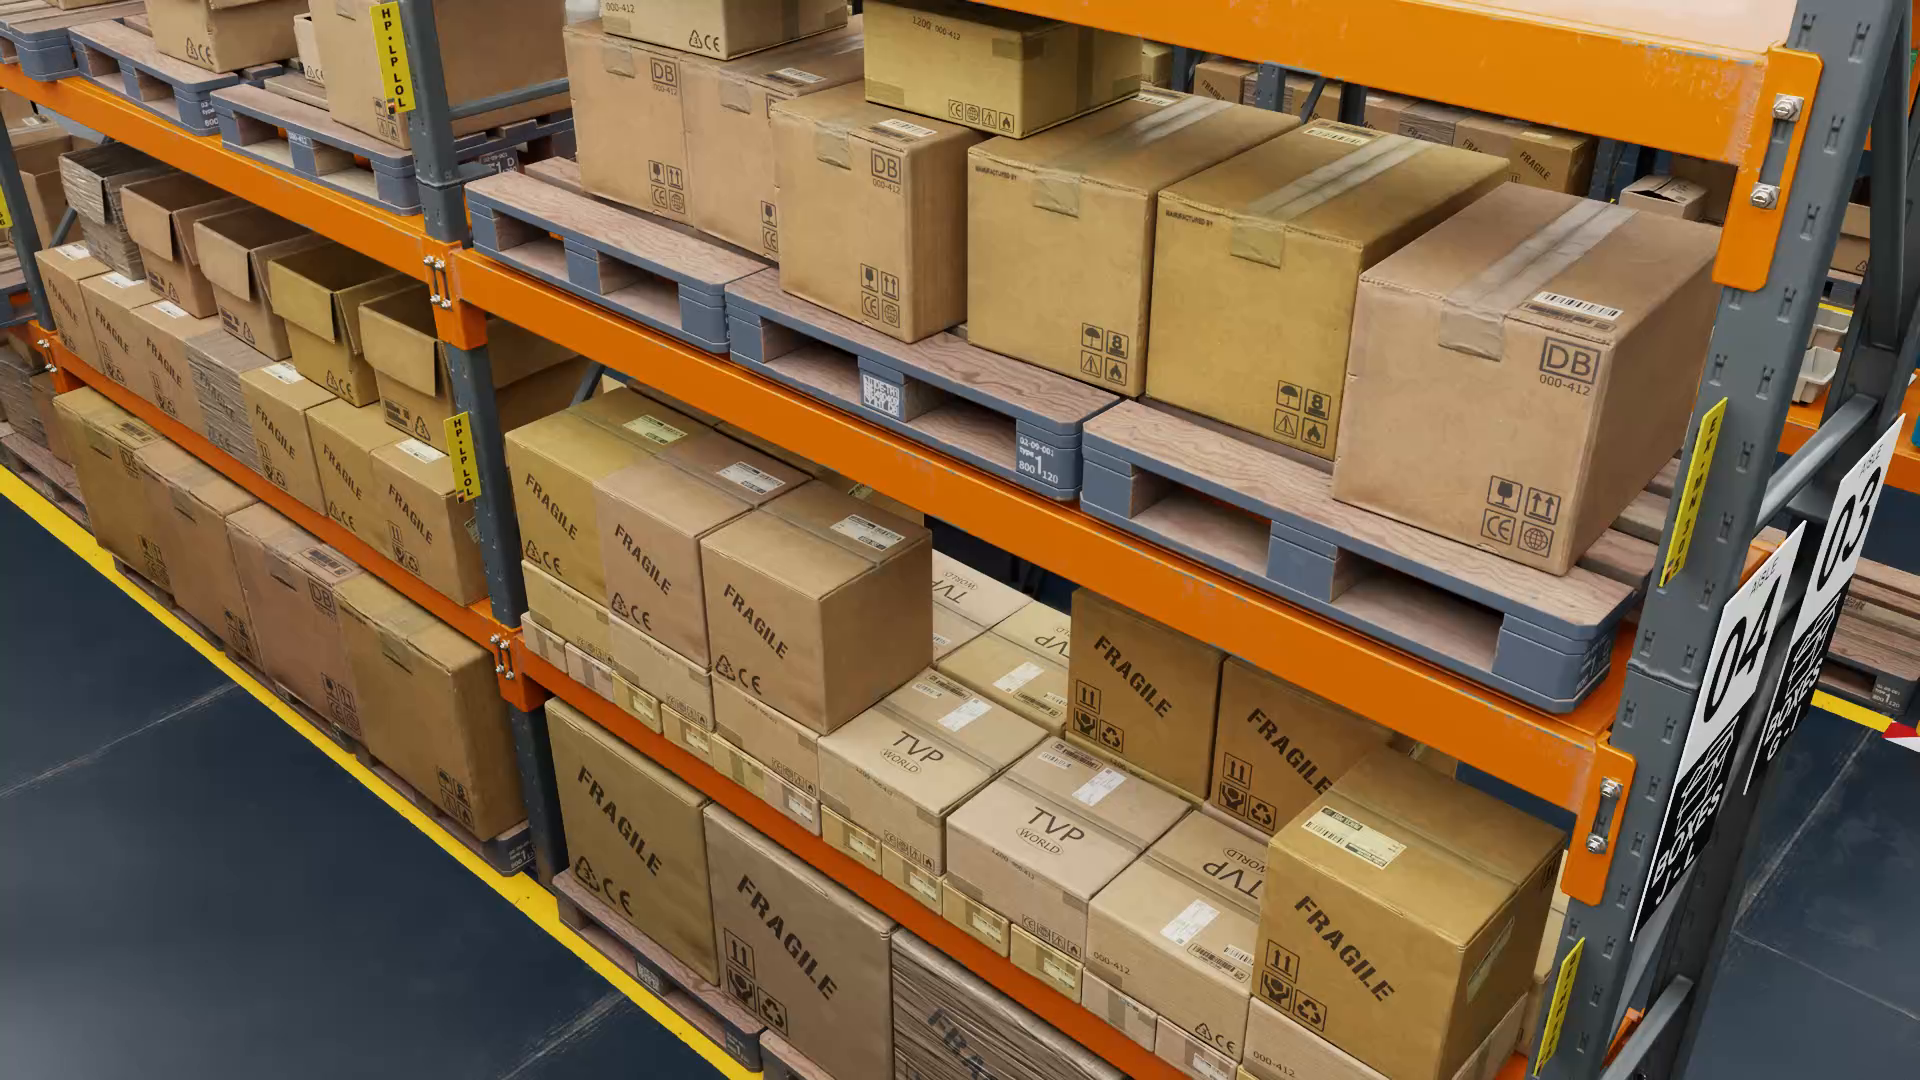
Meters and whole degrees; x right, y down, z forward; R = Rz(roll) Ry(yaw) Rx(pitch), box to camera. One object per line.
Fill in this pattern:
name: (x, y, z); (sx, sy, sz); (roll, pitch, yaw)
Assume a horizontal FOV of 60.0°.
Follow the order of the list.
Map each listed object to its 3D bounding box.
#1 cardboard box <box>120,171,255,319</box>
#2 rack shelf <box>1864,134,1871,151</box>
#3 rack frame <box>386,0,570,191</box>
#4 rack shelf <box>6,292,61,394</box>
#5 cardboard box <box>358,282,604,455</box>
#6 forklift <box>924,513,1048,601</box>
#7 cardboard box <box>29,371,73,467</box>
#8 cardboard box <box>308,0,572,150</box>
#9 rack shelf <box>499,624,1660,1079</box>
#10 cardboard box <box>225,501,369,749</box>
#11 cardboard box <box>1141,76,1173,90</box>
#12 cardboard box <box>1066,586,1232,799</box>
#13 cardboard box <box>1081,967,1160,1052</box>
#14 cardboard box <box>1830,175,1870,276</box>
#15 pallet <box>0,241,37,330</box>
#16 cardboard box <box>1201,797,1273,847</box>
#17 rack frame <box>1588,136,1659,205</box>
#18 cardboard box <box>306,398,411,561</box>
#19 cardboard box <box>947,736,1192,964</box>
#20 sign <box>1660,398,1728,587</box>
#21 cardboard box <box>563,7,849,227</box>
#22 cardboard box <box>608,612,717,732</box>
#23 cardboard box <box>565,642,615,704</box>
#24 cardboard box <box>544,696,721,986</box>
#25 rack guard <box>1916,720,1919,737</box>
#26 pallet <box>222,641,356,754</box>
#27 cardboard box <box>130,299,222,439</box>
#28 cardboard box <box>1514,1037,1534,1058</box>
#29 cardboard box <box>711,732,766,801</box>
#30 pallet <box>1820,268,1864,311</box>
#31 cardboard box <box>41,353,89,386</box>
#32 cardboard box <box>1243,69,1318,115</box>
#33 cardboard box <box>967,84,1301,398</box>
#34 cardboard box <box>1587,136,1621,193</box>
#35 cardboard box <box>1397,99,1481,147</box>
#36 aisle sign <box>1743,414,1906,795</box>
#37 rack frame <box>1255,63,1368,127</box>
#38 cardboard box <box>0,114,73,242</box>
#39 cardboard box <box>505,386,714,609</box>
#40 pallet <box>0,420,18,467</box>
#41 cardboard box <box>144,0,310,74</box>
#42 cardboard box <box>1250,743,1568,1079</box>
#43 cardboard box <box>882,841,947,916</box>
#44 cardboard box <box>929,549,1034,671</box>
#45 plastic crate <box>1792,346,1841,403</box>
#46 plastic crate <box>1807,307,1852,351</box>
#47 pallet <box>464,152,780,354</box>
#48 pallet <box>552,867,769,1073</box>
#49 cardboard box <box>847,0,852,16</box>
cardboard box: (-3.318, -1.405, 7.606); (0.637, 0.503, 0.797); (26, 40, 36)
rack shelf: (6.768, -2.820, 11.724); (4.000, 0.370, 1.077); (25, 39, 35)
rack frame: (-1.365, -2.604, 4.850); (0.127, 3.000, 1.000); (25, 39, 35)
rack shelf: (-5.813, -1.802, 10.032); (4.000, 0.370, 1.077); (25, 39, 35)
cardboard box: (-1.844, -0.724, 6.475); (0.637, 0.503, 0.797); (24, 38, 34)
forklift: (-0.145, -0.943, 7.974); (1.130, 2.935, 3.031); (7, 32, 11)
cardboard box: (-4.841, -0.760, 9.601); (0.500, 0.500, 0.700); (23, 38, 33)
cardboard box: (-1.802, -1.738, 5.817); (0.500, 0.500, 0.700); (26, 40, 36)
rack shelf: (0.118, 0.967, 5.433); (4.000, 0.370, 1.077); (25, 39, 35)
cardboard box: (-2.516, 0.174, 7.706); (0.875, 0.875, 1.225); (24, 38, 34)
cardboard box: (1.766, -4.296, 15.736); (0.500, 0.250, 0.500); (26, 40, 36)
cardboard box: (0.667, 0.347, 4.895); (0.500, 0.500, 0.500); (24, 38, 34)
cardboard box: (0.551, 1.197, 4.596); (0.250, 0.149, 0.380); (26, 40, 36)
cardboard box: (6.682, -2.291, 12.142); (0.637, 0.503, 0.797); (25, 39, 35)
pallet: (-4.930, -1.542, 9.089); (1.003, 0.211, 1.213); (25, 39, 35)
cardboard box: (1.036, 0.841, 4.802); (0.500, 0.250, 0.500); (24, 39, 35)
rack frame: (5.285, -3.820, 12.688); (0.127, 3.000, 1.000); (25, 39, 35)
cardboard box: (-2.257, -0.308, 6.756); (0.500, 0.500, 0.500); (26, 40, 36)
cardboard box: (0.310, 0.869, 4.754); (0.500, 0.250, 0.500); (24, 38, 34)
sign: (1.226, -0.077, 2.780); (0.005, 0.325, 0.100); (25, 39, 35)
cardboard box: (-0.744, -1.336, 5.052); (0.500, 0.500, 0.700); (22, 38, 32)
cardboard box: (-0.827, 0.340, 5.634); (0.500, 0.250, 0.500); (25, 39, 35)
cardboard box: (-1.174, 0.394, 5.930); (0.250, 0.149, 0.380); (24, 38, 34)
cardboard box: (-0.929, 0.956, 6.407); (0.875, 0.875, 0.875); (25, 39, 35)
rack guard: (4.951, 0.531, 7.883); (0.348, 0.500, 1.175); (25, 39, 35)
pallet: (-2.896, 0.501, 8.214); (1.213, 0.211, 1.003); (25, 39, 35)
cardboard box: (-3.387, -0.835, 7.632); (0.500, 0.500, 0.500); (24, 39, 34)
cardboard box: (1.559, 1.209, 4.576); (0.250, 0.149, 0.380); (26, 39, 36)
cardboard box: (-0.592, 0.664, 5.482); (0.250, 0.149, 0.380); (24, 39, 34)
pallet: (6.703, -1.965, 12.310); (1.213, 0.211, 1.003); (25, 39, 35)
cardboard box: (-4.847, -1.077, 9.401); (0.500, 0.250, 0.500); (27, 40, 37)
cardboard box: (2.857, -3.877, 14.778); (0.500, 0.500, 0.500); (23, 38, 33)
cardboard box: (0.427, -0.761, 4.096); (0.500, 0.500, 0.700); (22, 37, 32)
cardboard box: (5.090, -3.199, 13.652); (0.500, 0.500, 0.500); (23, 38, 33)
cardboard box: (3.995, -3.347, 13.899); (0.500, 0.500, 0.500); (26, 39, 36)
aisle sign: (1.856, 0.147, 3.577); (0.004, 0.787, 0.394); (25, 39, 35)
rack frame: (1.959, -1.928, 9.544); (0.127, 3.000, 1.000); (25, 39, 35)
cardboard box: (-5.239, -1.967, 9.105); (0.700, 0.500, 0.500); (-23, 38, -33)
cardboard box: (-1.181, -0.155, 5.728); (0.500, 0.500, 0.500); (25, 39, 35)
pallet: (-5.809, -0.917, 10.568); (1.213, 0.211, 1.003); (25, 39, 35)
cardboard box: (-2.802, -2.228, 6.628); (0.637, 0.503, 0.797); (24, 39, 34)
cardboard box: (1.063, 0.898, 3.980); (0.500, 0.500, 0.500); (26, 39, 36)
cardboard box: (-0.017, 0.932, 5.037); (0.250, 0.149, 0.380); (26, 40, 36)
cardboard box: (-0.098, 0.310, 5.683); (0.500, 0.250, 0.500); (26, 40, 36)
plastic crate: (3.993, -0.775, 7.826); (0.243, 0.136, 0.396); (25, 39, 35)
plastic crate: (4.277, -1.045, 8.275); (0.298, 0.136, 0.250); (25, 39, 35)
pallet: (-0.765, -0.994, 5.170); (1.213, 0.211, 1.003); (25, 39, 35)
pallet: (-0.854, 1.454, 6.630); (1.213, 0.211, 1.003); (25, 39, 35)
cardboard box: (-1.137, -5.668, 18.016); (0.500, 0.250, 0.500); (25, 39, 35)
